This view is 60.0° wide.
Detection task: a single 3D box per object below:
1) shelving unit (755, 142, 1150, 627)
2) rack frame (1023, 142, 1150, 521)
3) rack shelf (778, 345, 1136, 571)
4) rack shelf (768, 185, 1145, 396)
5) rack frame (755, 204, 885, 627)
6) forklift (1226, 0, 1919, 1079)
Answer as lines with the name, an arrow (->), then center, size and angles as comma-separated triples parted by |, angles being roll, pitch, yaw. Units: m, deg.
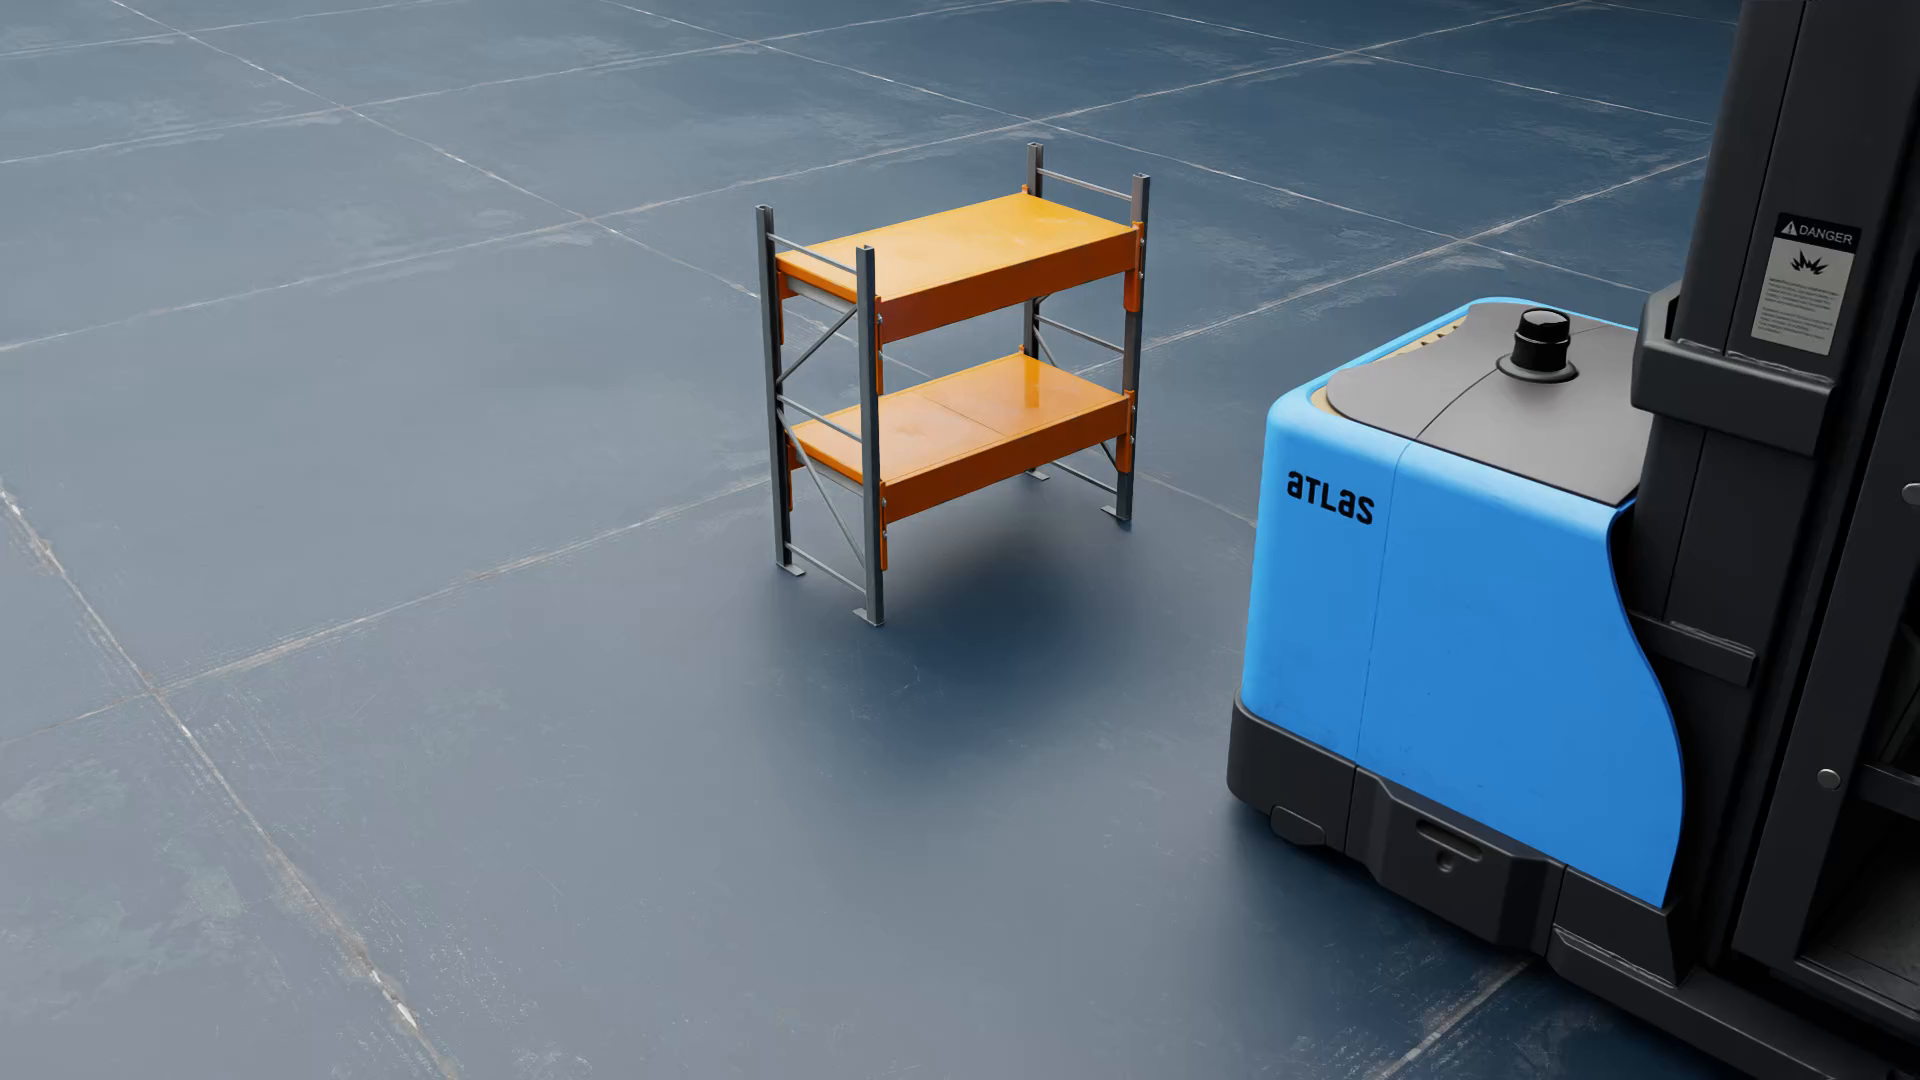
shelving unit -> -0.005, -0.494, 4.981 | 1.048, 1.125, 0.538 | -22, 35, -35
rack frame -> 0.382, -0.650, 5.272 | 0.032, 1.125, 0.500 | -22, 35, -35
rack shelf -> -0.005, -0.278, 5.096 | 1.000, 0.278, 0.538 | -22, 35, -35
rack shelf -> -0.005, -0.752, 4.843 | 1.000, 0.278, 0.538 | -22, 35, -35
rack frame -> -0.392, -0.339, 4.690 | 0.032, 1.125, 0.500 | -22, 35, -35
forklift -> 2.049, -0.322, 2.742 | 3.031, 2.935, 1.130 | 25, 37, 38
